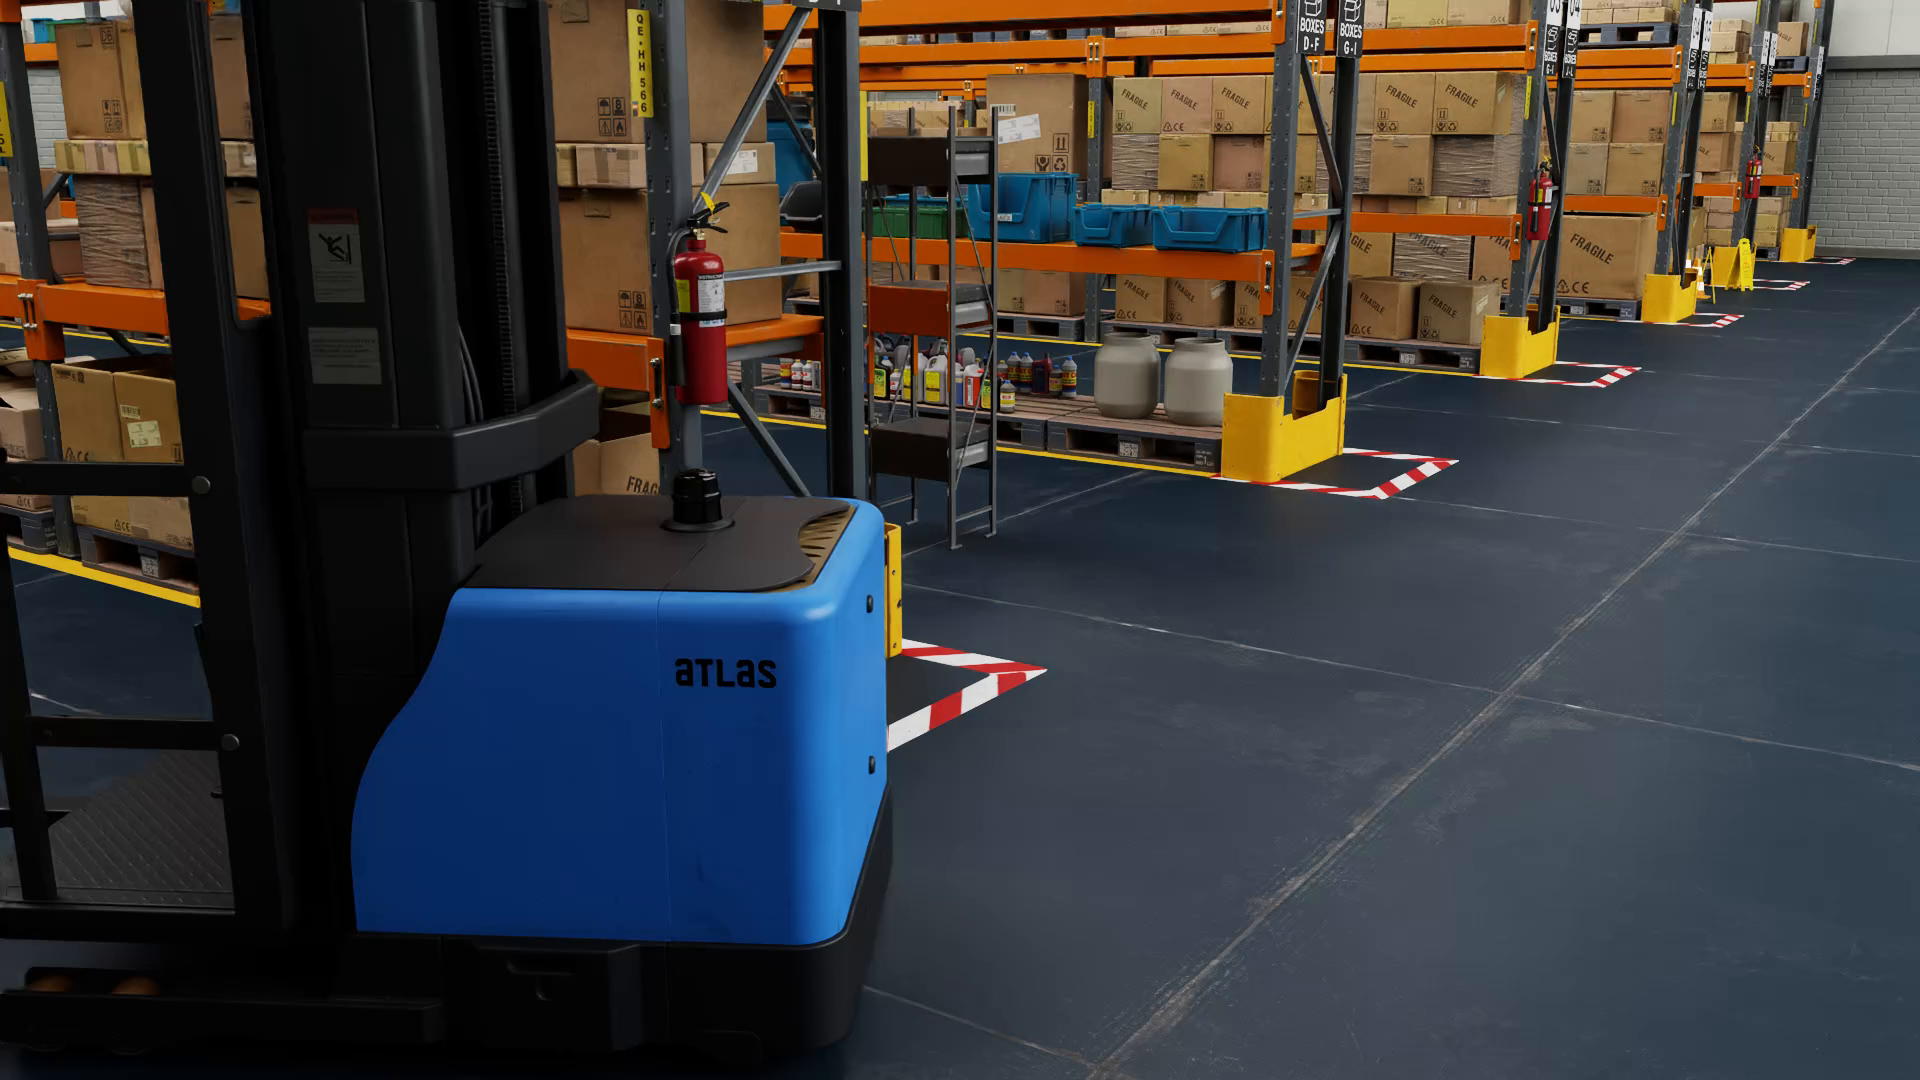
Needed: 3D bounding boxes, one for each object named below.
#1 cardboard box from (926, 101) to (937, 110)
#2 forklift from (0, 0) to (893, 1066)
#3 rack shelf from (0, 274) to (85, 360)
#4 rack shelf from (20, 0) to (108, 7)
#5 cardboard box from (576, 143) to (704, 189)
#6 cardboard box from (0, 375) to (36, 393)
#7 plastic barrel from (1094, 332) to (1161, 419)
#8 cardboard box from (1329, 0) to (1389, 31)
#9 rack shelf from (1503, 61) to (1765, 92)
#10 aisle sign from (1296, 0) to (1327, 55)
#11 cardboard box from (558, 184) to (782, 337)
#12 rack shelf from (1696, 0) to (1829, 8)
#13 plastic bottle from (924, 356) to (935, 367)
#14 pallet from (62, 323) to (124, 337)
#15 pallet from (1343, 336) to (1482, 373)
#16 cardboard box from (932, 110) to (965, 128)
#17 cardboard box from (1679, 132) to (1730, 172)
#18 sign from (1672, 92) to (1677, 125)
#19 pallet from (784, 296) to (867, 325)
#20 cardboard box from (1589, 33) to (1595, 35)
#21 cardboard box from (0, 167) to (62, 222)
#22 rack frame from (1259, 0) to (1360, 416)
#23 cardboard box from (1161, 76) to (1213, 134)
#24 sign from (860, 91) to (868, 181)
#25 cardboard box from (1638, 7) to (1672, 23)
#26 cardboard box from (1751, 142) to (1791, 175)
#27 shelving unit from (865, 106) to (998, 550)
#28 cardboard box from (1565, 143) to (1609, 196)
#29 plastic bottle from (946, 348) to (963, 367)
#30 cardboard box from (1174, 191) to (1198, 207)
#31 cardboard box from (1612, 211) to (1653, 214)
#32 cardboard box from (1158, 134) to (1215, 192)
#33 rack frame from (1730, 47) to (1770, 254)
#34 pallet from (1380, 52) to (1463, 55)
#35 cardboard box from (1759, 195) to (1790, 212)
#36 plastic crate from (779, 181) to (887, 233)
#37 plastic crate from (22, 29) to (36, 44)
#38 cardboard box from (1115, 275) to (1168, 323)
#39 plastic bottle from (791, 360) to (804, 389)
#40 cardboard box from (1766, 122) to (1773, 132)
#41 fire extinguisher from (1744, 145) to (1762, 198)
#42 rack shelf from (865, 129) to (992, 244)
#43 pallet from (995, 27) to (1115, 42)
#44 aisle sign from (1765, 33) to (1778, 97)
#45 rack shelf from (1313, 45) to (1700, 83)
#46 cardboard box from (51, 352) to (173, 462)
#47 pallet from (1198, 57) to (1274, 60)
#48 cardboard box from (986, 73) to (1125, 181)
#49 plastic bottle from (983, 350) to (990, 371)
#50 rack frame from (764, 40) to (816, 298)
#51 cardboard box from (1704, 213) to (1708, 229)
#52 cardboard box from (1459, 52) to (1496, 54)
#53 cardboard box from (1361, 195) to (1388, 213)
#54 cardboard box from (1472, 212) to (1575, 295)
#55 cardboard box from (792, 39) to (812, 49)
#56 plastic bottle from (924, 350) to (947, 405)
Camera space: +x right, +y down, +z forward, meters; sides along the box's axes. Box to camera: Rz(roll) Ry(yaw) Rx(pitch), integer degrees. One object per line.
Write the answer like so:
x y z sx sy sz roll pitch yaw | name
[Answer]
-0.379 -7.412 28.383 0.250 0.149 0.380 9 17 33 | cardboard box
-1.723 -0.403 3.850 3.031 2.935 1.130 1 14 4 | forklift
-5.670 -1.388 9.186 4.000 0.370 1.077 9 17 33 | rack shelf
-5.670 -2.844 8.826 4.000 0.370 1.077 9 17 33 | rack shelf
-1.115 -1.309 5.813 0.250 0.149 0.380 9 16 32 | cardboard box
-4.942 -0.676 8.494 0.500 0.311 0.500 10 17 34 | cardboard box
1.071 -1.056 10.652 0.421 0.512 0.421 0 14 0 | plastic barrel
3.462 -4.442 14.093 0.500 0.250 0.500 10 17 34 | cardboard box
8.711 -6.259 22.618 4.000 0.370 1.077 9 17 33 | rack shelf
1.970 -3.113 9.246 0.004 0.787 0.394 9 17 33 | aisle sign
-1.072 -1.047 6.100 0.500 0.500 0.700 9 17 33 | cardboard box
11.478 -8.511 26.306 4.000 0.370 1.077 9 17 33 | rack shelf
-0.234 -1.107 11.307 0.135 0.276 0.152 9 17 33 | plastic bottle
-8.513 -2.267 17.040 1.213 0.211 1.003 9 17 33 | pallet
4.123 -1.680 14.671 1.213 0.211 1.003 9 17 33 | pallet
-0.132 -7.035 28.210 0.500 0.500 0.500 9 17 32 | cardboard box
9.767 -5.094 21.833 0.500 0.500 0.500 9 16 32 | cardboard box
7.378 -4.454 17.169 0.005 0.325 0.100 9 17 33 | sign
-1.150 -2.522 18.071 1.213 0.211 1.003 9 17 33 | pallet
8.467 -6.842 22.340 0.250 0.149 0.380 10 17 34 | cardboard box
-5.076 -1.695 8.719 0.500 0.500 0.500 11 17 37 | cardboard box
2.076 -1.920 9.837 0.127 3.000 1.000 9 17 33 | rack frame
2.168 -3.944 15.107 0.500 0.500 0.500 9 17 33 | cardboard box
-0.377 -1.501 6.179 0.005 0.325 0.100 9 17 33 | sign
7.227 -5.446 17.281 0.250 0.149 0.380 9 17 33 | cardboard box
12.583 -5.936 25.851 0.500 0.500 0.500 9 16 32 | cardboard box
-0.137 -1.041 8.161 0.503 2.100 0.431 9 17 33 | shelving unit
6.890 -4.066 18.193 0.550 0.550 0.875 9 17 33 | cardboard box
-0.047 -1.210 11.704 0.133 0.283 0.061 9 17 33 | plastic bottle
2.167 -3.137 15.278 0.250 0.149 0.380 9 17 33 | cardboard box
9.126 -4.241 22.502 0.500 0.500 0.500 10 17 35 | cardboard box
2.255 -3.490 15.353 0.500 0.500 0.875 9 17 33 | cardboard box
10.371 -4.883 21.808 0.127 3.000 1.000 9 17 33 | rack frame
5.046 -5.721 19.132 1.213 0.211 1.003 9 17 33 | pallet
12.845 -5.330 26.381 0.500 0.250 0.500 9 16 32 | cardboard box
-0.880 -2.331 11.625 0.504 0.338 0.767 9 17 33 | plastic crate
-9.149 -4.952 16.392 0.466 0.136 0.293 9 17 33 | plastic crate
1.831 -2.373 15.994 0.500 0.500 0.500 9 16 31 | cardboard box
-1.139 -1.168 11.706 0.097 0.201 0.097 0 14 0 | plastic bottle
12.501 -6.414 25.816 0.250 0.149 0.380 9 17 33 | cardboard box
10.209 -4.739 21.384 0.183 0.674 0.296 9 17 33 | fire extinguisher
-0.137 -1.708 7.996 0.480 0.518 0.431 9 17 33 | rack shelf
1.068 -4.913 16.076 1.003 0.211 1.213 9 17 33 | pallet
10.595 -6.199 21.712 0.004 0.787 0.394 9 17 33 | aisle sign
6.033 -5.258 18.576 4.000 0.370 1.077 9 17 33 | rack shelf
-3.801 -0.578 7.703 0.500 0.500 0.500 9 17 33 | cardboard box
3.585 -5.896 20.053 1.217 0.209 0.805 8 16 31 | pallet
0.940 -4.073 16.414 1.000 1.000 1.000 9 17 33 | cardboard box
0.210 -1.201 11.695 0.097 0.271 0.097 0 14 0 | plastic bottle
-1.798 -3.980 18.160 0.127 3.000 1.000 9 17 33 | rack frame
11.709 -5.123 26.583 0.500 0.250 0.500 9 16 32 | cardboard box
7.264 -6.834 23.138 0.500 0.250 0.500 9 16 32 | cardboard box
3.662 -2.918 14.391 0.250 0.149 0.380 9 17 33 | cardboard box
6.361 -3.251 18.761 0.875 0.875 0.875 9 16 32 | cardboard box
-1.550 -5.250 17.358 0.500 0.250 0.500 10 17 34 | cardboard box
-0.141 -1.086 11.064 0.185 0.351 0.144 10 17 35 | plastic bottle
